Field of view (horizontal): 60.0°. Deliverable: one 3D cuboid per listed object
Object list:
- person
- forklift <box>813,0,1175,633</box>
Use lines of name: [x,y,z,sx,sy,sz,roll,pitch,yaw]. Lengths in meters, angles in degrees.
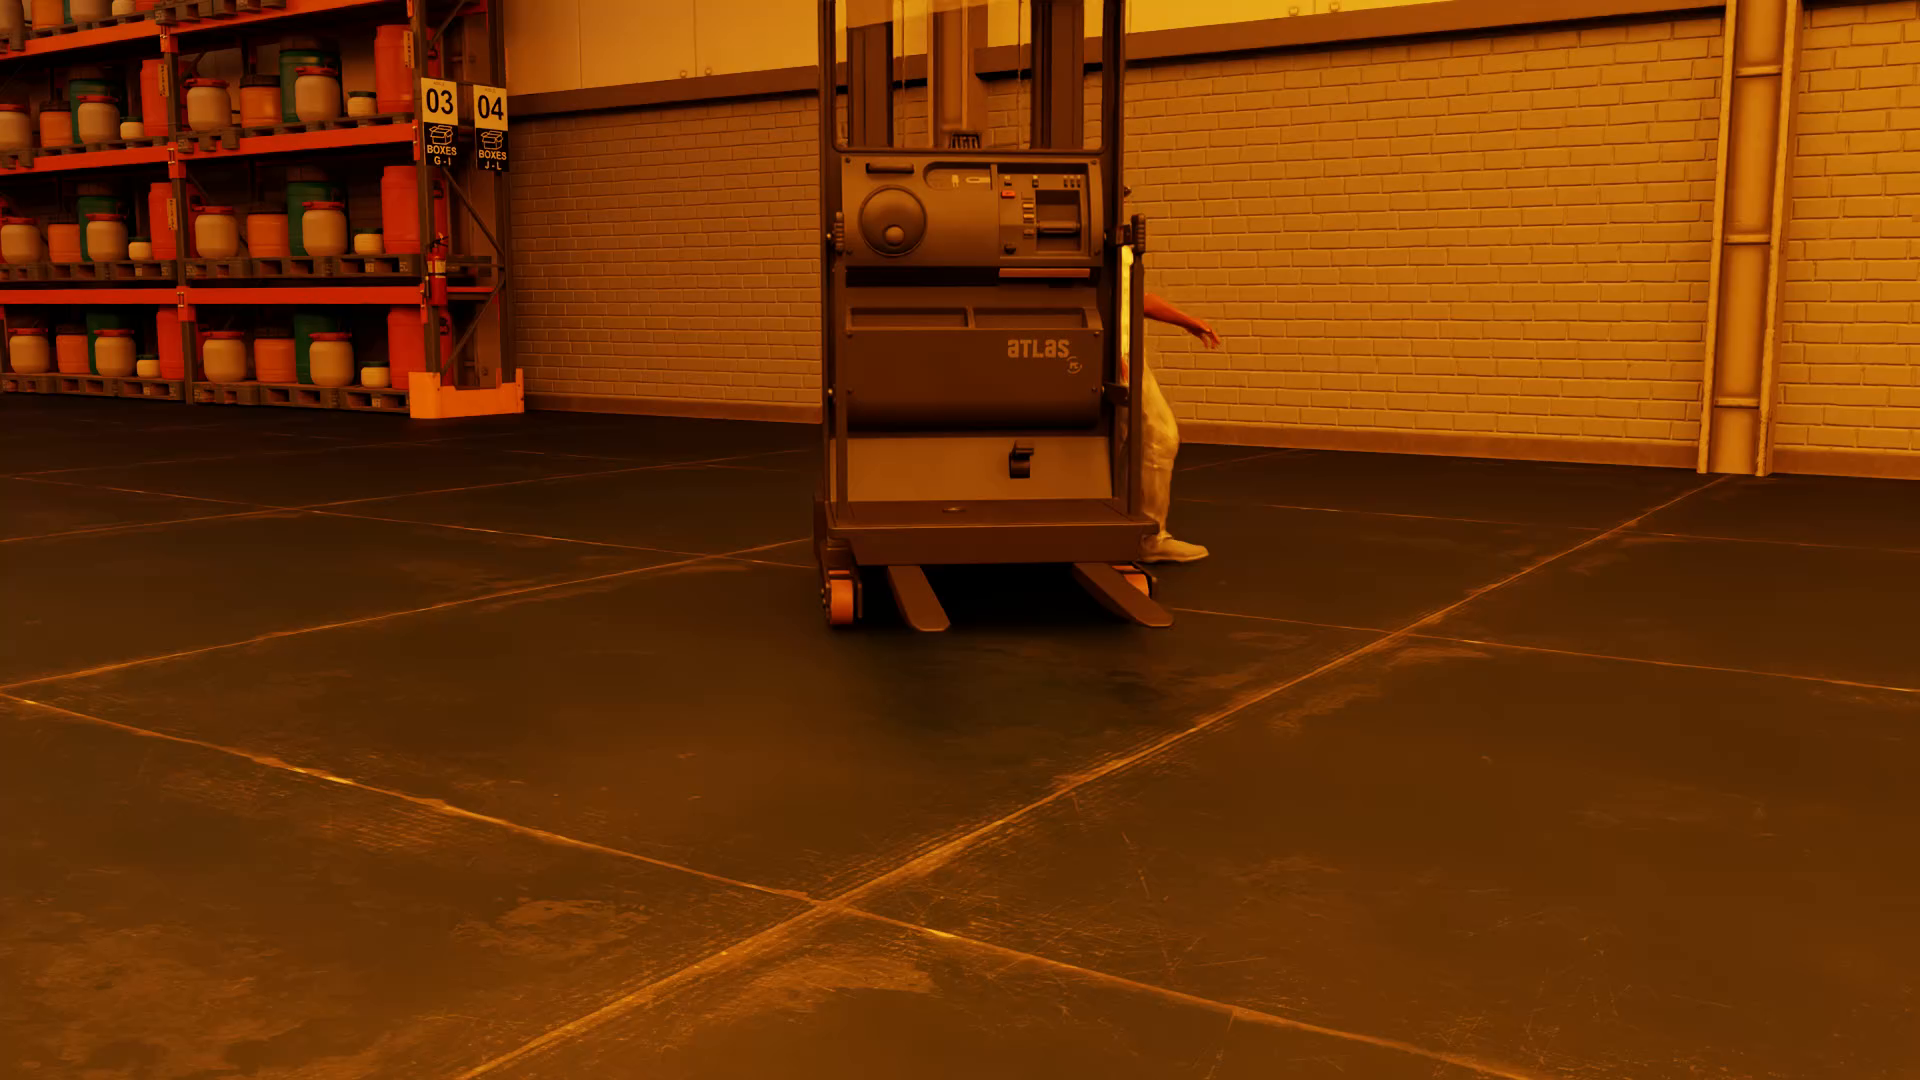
person: [0.690,-0.754,6.960,0.835,1.703,0.791,0,8,1]
forklift: [0.069,-1.210,5.701,1.130,2.935,3.031,-1,8,-6]
